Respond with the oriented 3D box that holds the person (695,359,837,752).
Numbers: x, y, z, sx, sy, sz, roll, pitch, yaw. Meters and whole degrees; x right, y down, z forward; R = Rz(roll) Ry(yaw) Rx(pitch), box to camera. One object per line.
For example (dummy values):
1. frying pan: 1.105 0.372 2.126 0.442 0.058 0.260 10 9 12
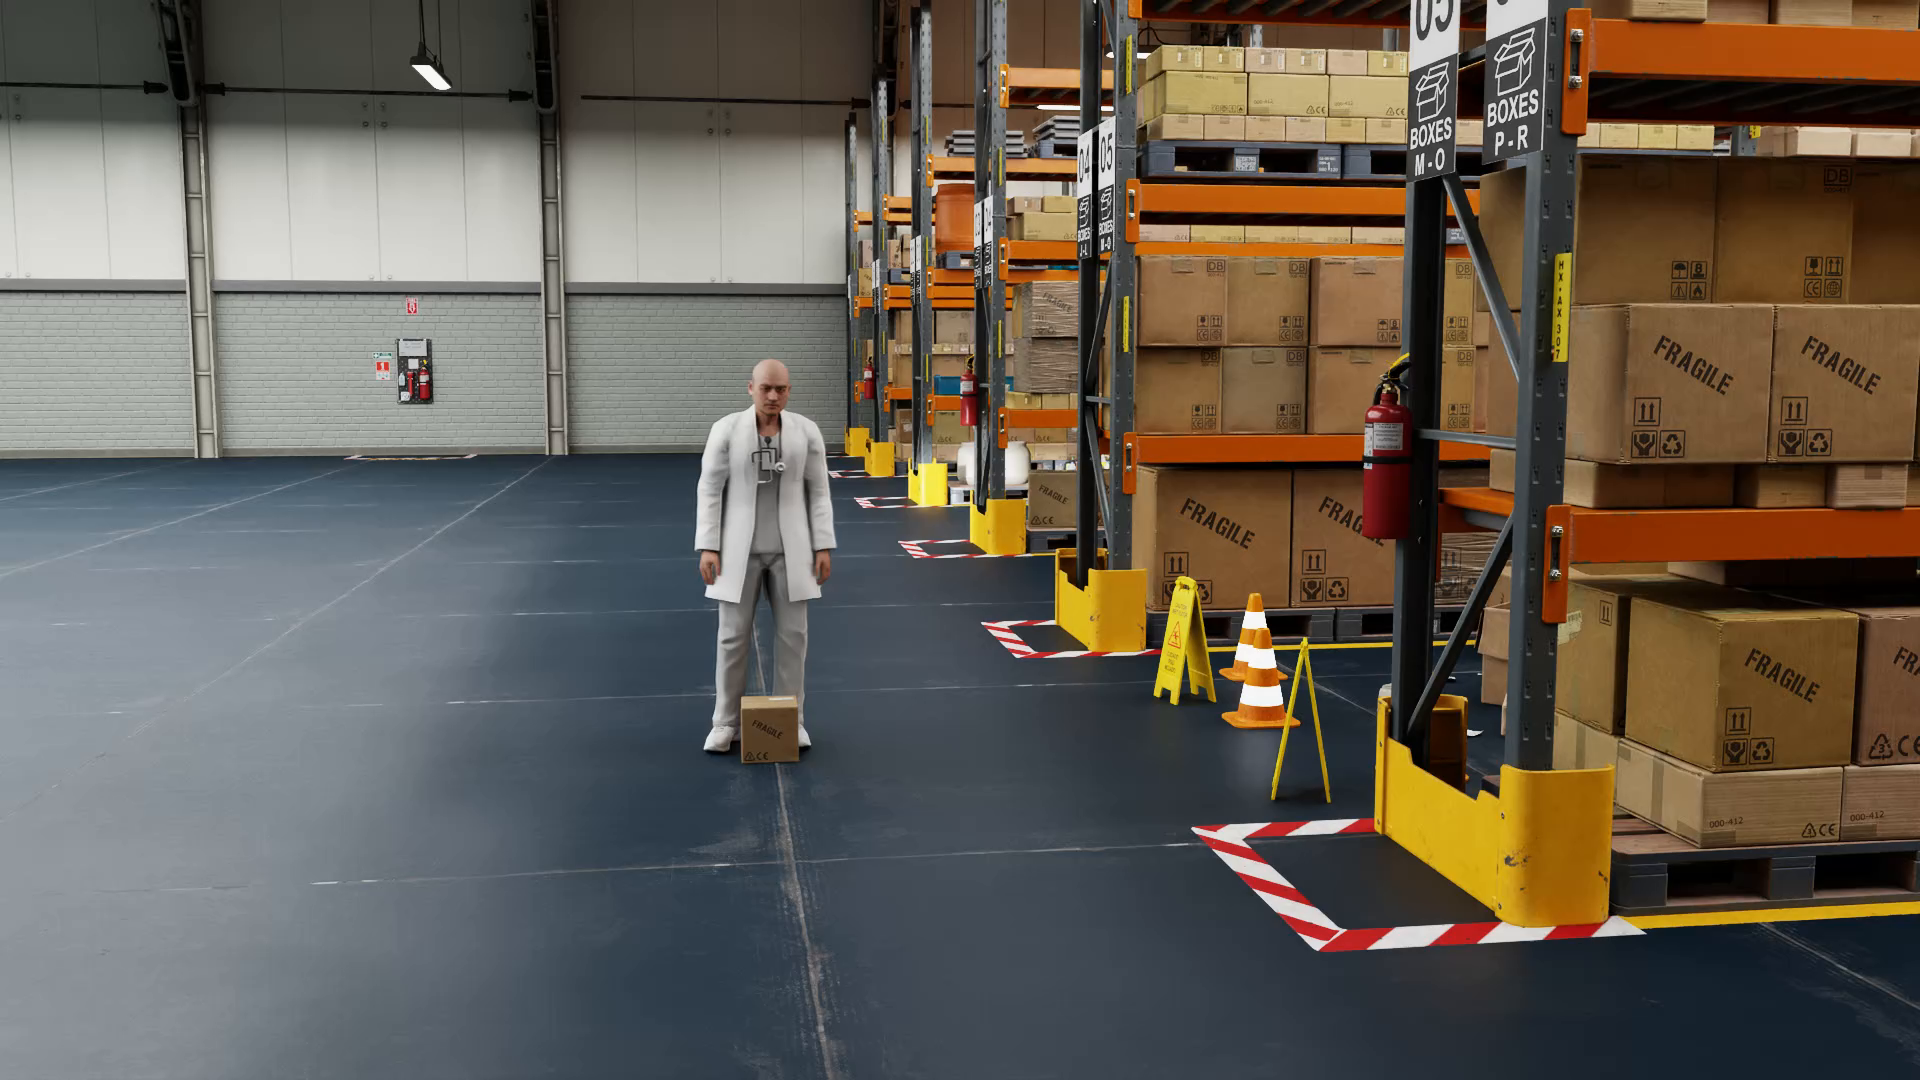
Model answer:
1. person: -0.886 0.063 7.613 0.649 1.772 0.429 -1 6 -12
